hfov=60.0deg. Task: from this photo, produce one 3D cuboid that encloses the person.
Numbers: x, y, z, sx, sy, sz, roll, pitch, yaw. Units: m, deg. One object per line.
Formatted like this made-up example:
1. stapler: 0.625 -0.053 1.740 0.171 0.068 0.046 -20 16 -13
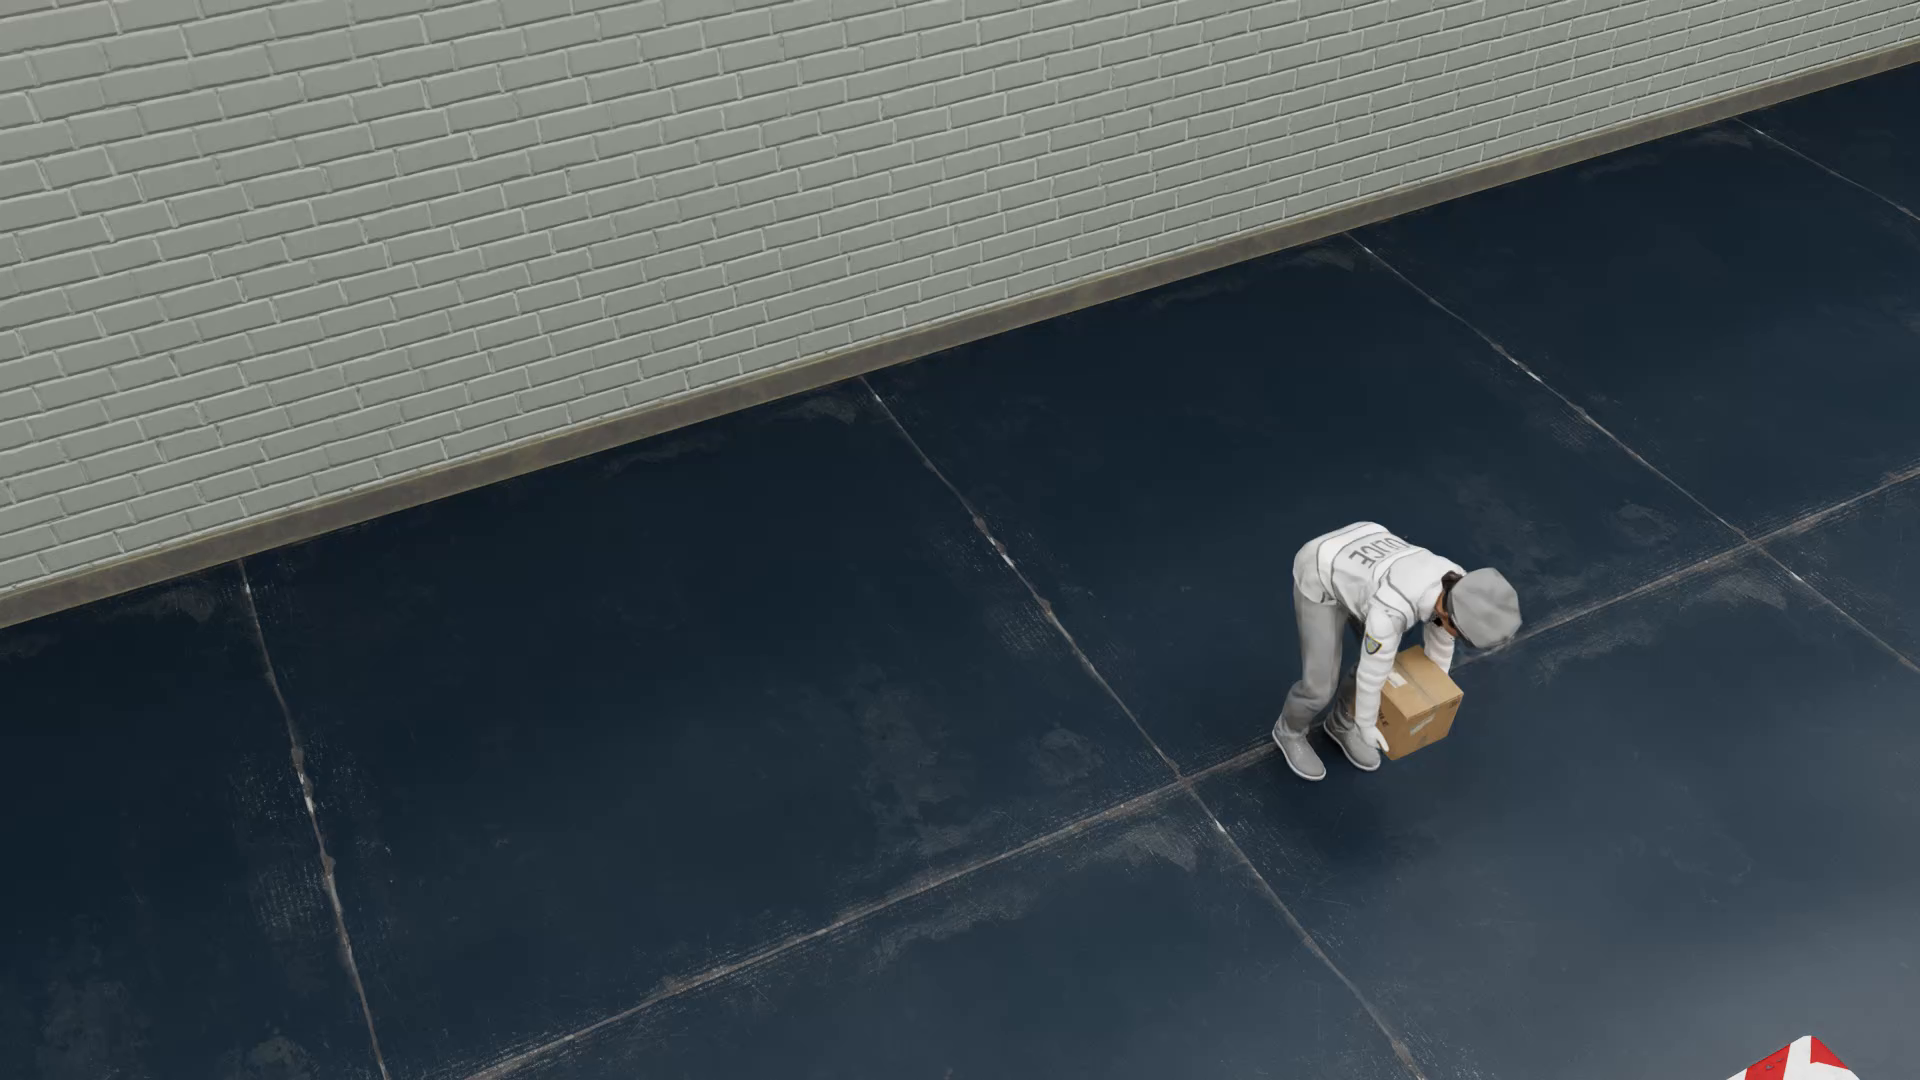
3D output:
1. person: 1.523 0.446 5.929 0.407 1.306 0.886 -20 45 -21
